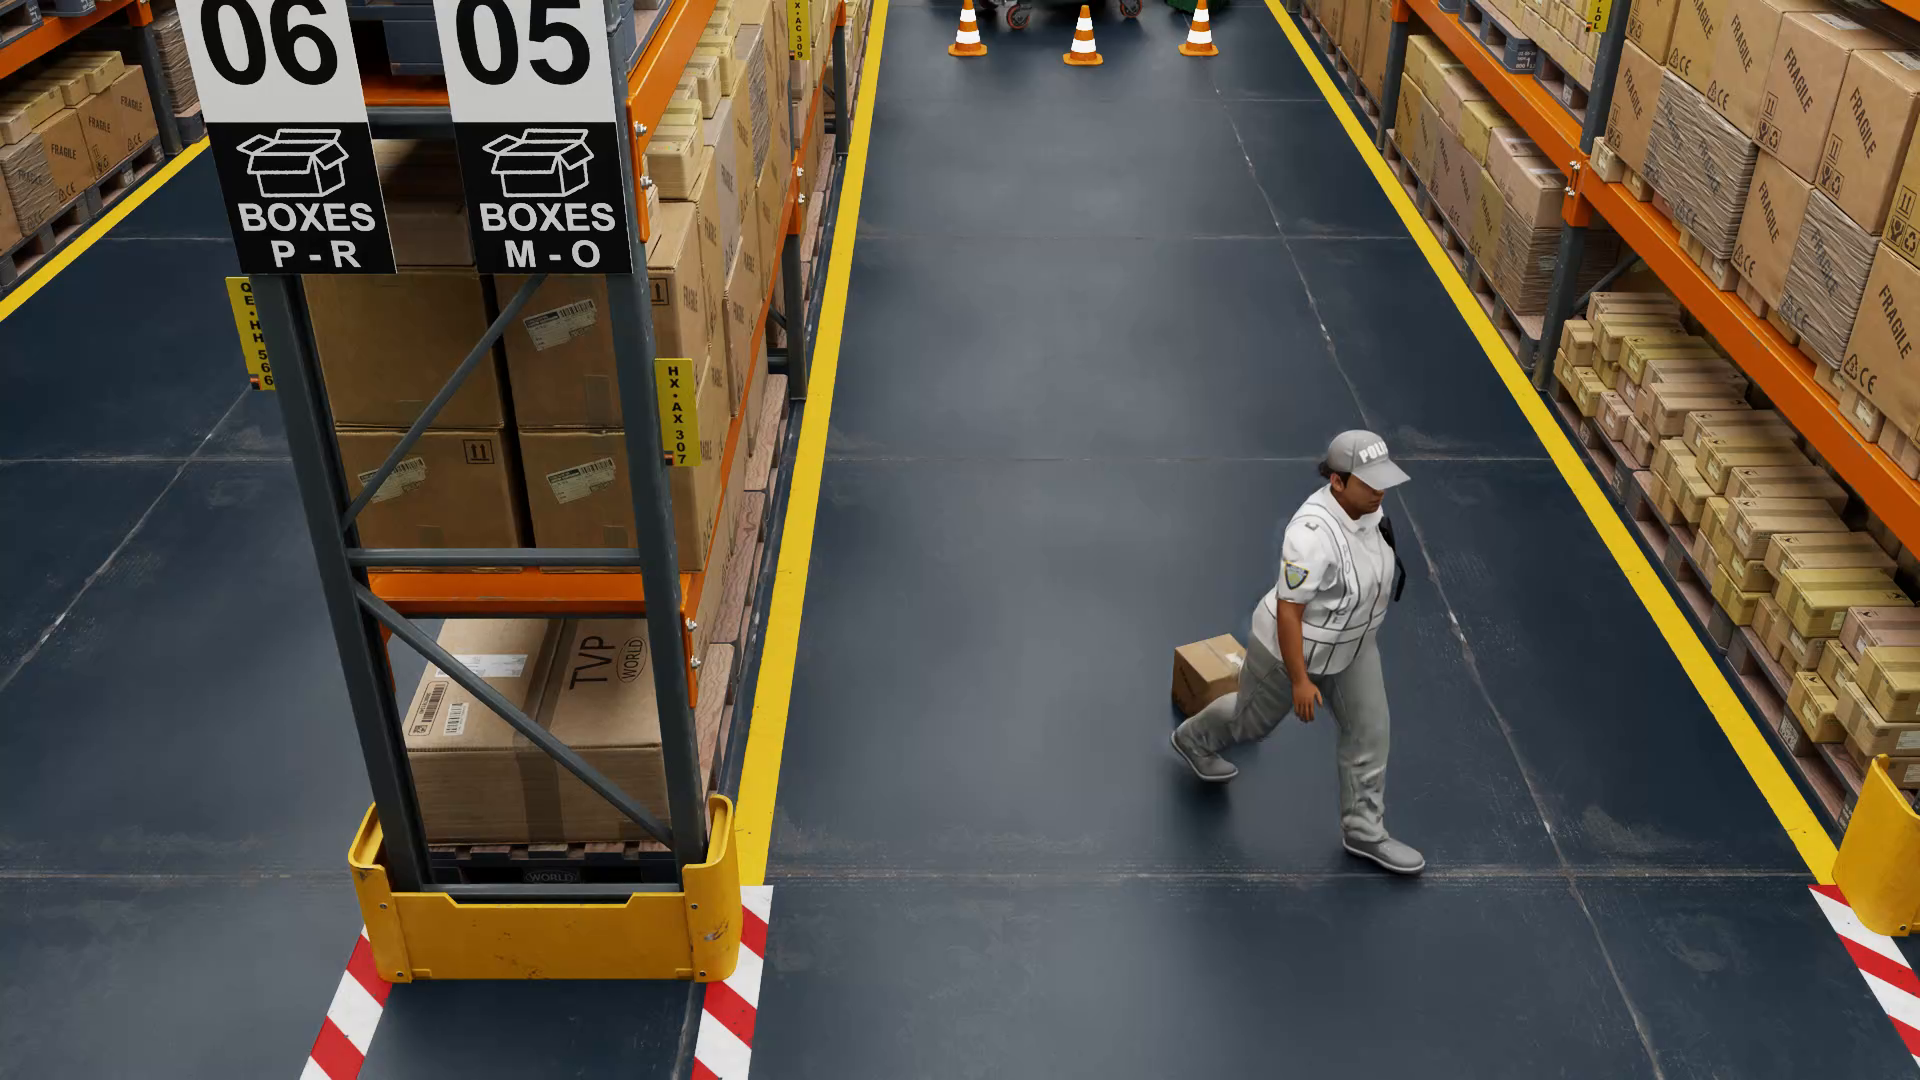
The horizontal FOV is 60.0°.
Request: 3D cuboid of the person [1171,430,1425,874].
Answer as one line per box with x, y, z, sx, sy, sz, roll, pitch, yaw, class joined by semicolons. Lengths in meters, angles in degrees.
1.179;0.333;5.608;0.504;1.609;1.019;-25;39;-34;person
